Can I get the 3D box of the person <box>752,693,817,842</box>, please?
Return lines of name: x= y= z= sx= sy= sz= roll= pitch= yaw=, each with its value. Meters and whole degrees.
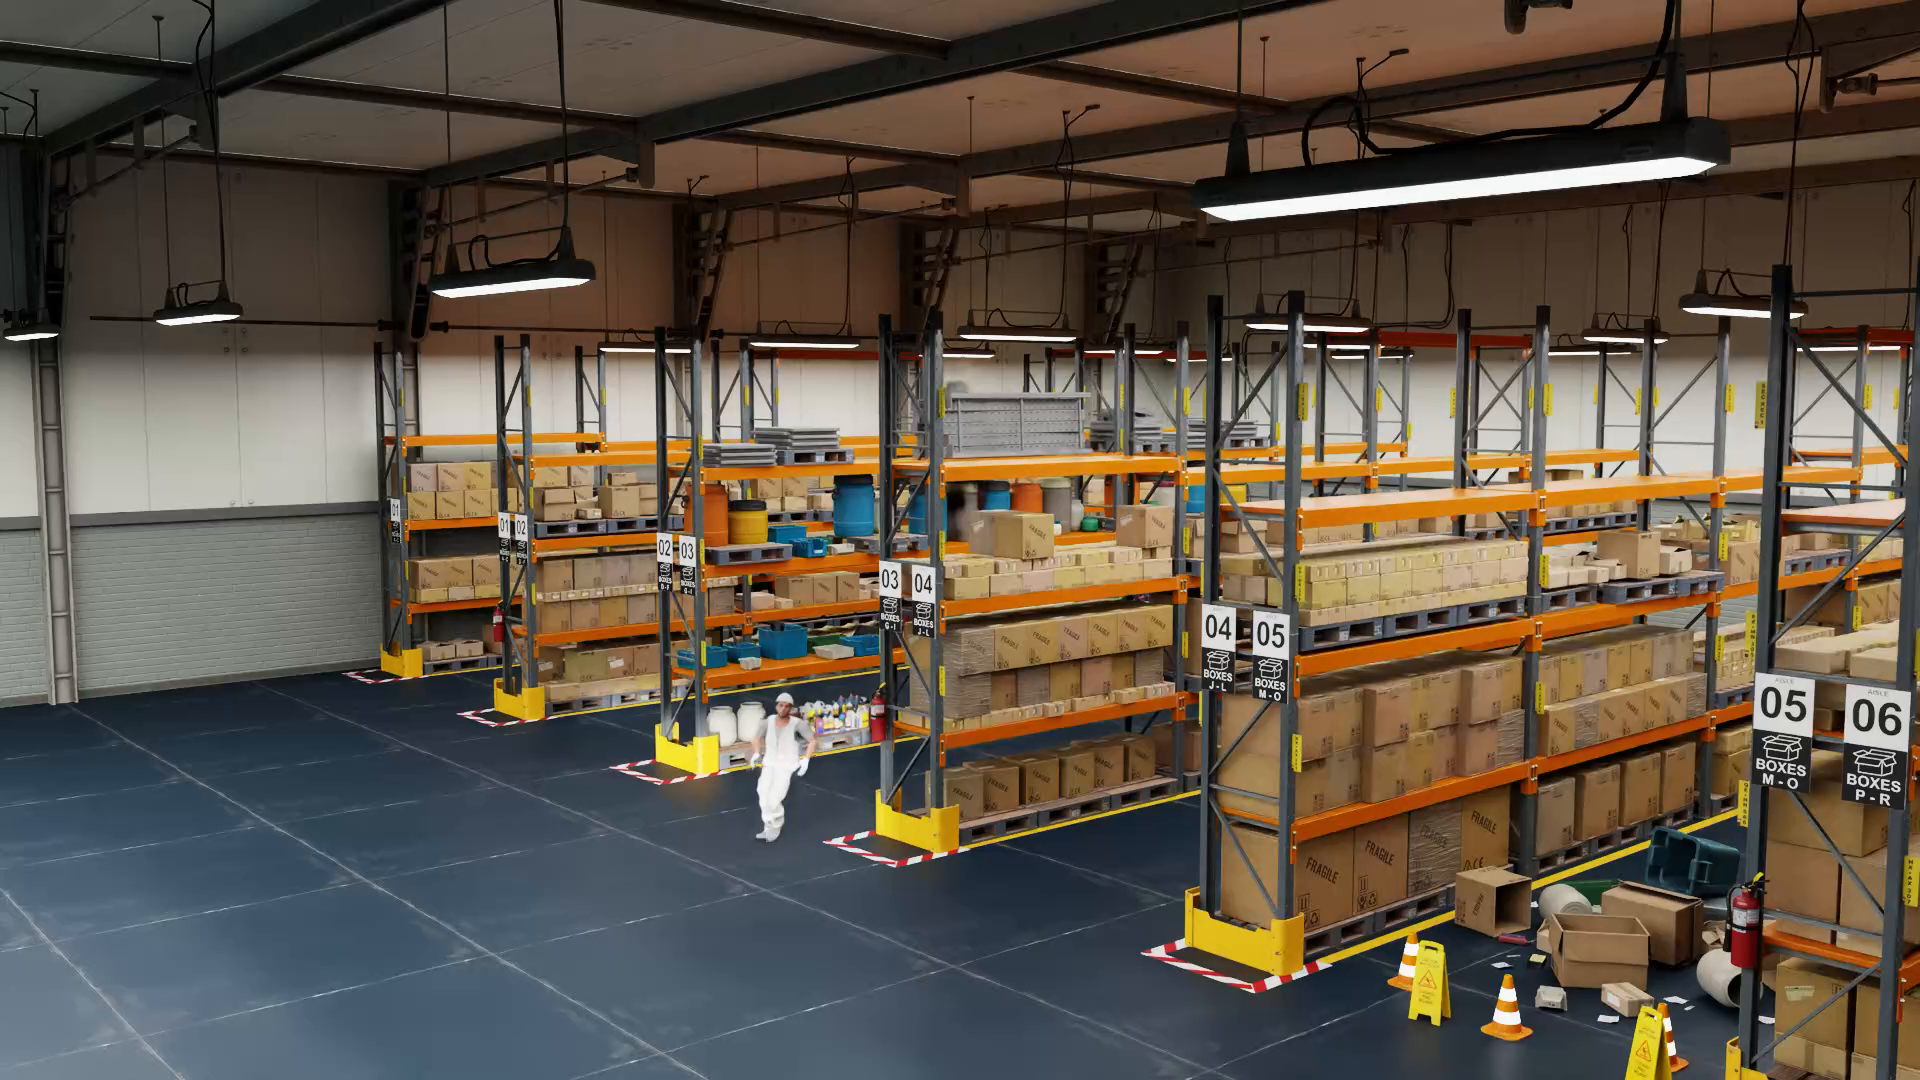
person: x=-2.024 y=2.578 z=18.852 sx=0.719 sy=1.723 sz=0.434 roll=2 pitch=5 yaw=18

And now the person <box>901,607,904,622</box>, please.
person: x=-1.196 y=1.141 z=35.197 sx=0.495 sy=1.654 sz=0.604 roll=-5 pitch=7 yaw=-42
